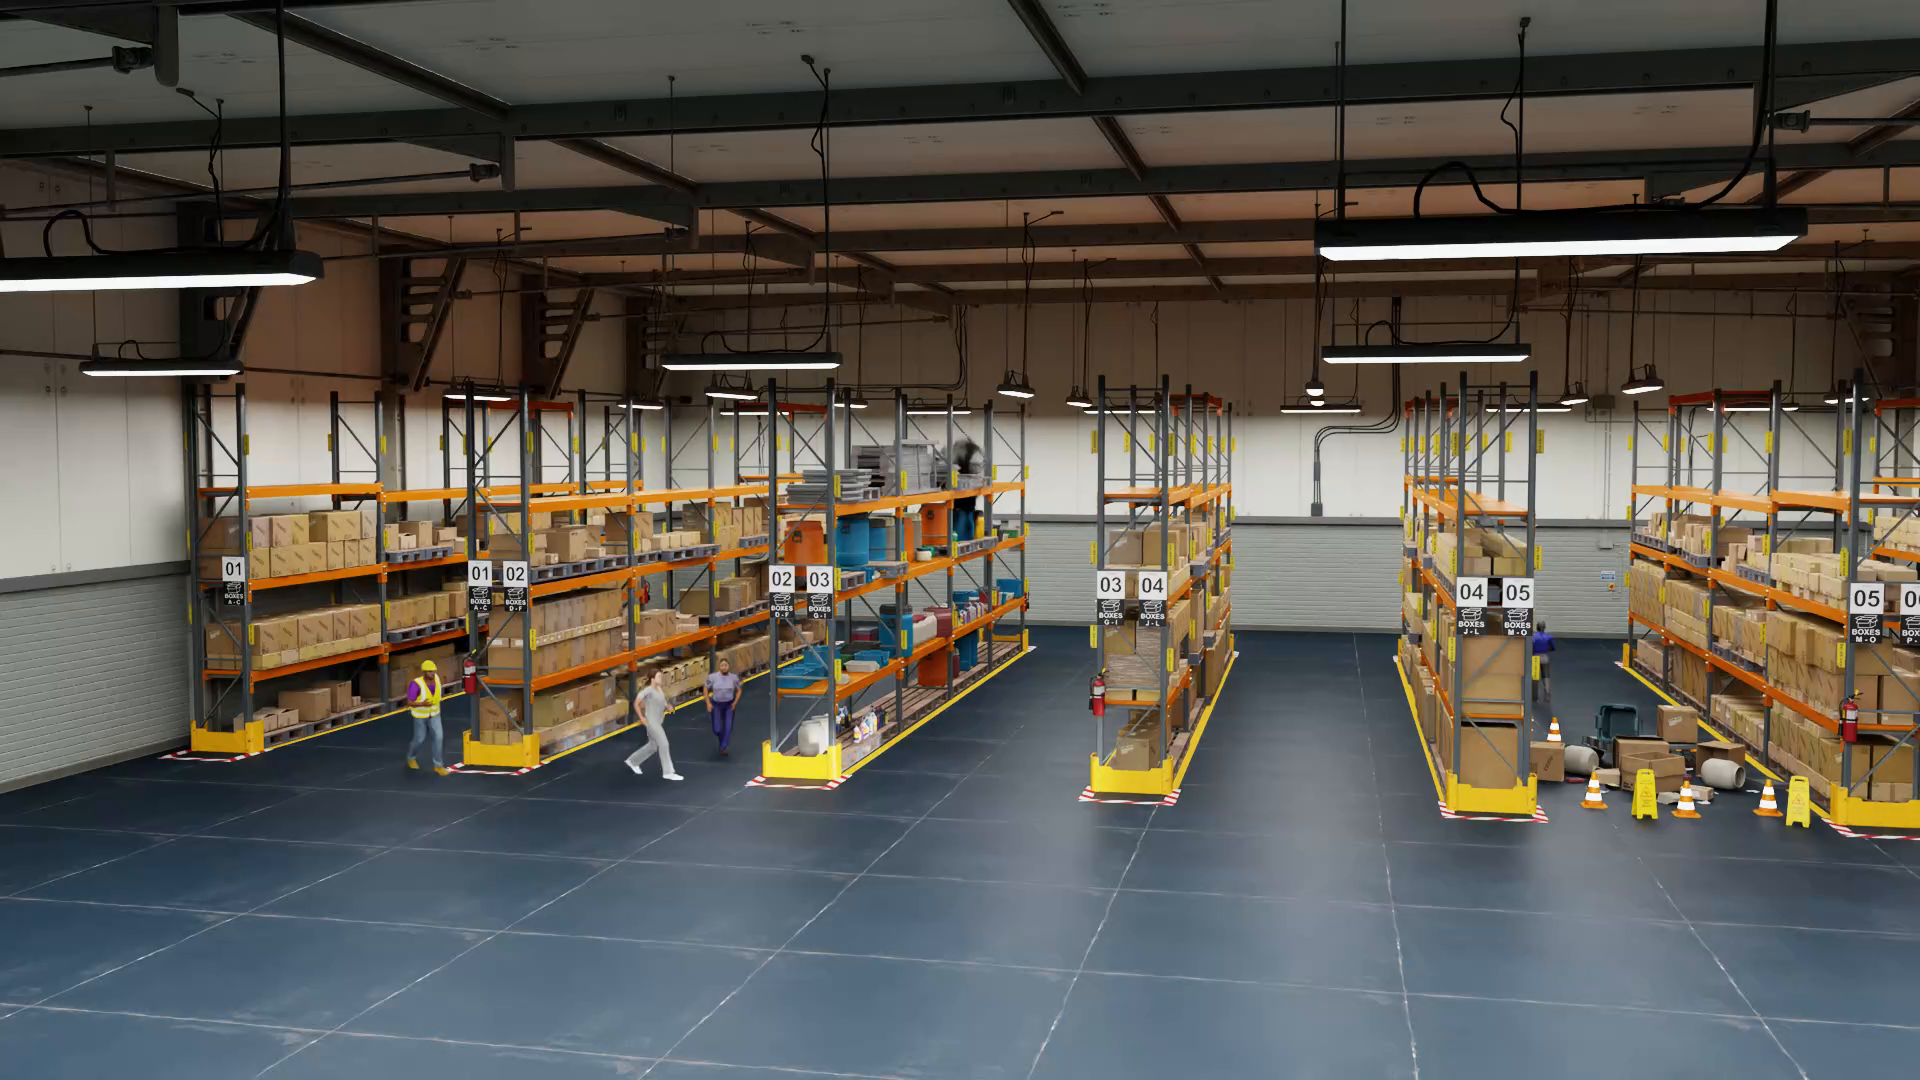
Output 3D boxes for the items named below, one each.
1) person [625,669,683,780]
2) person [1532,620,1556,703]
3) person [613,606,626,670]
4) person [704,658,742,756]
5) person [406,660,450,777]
[{"bbox_3d":[-4.576,2.738,24.790,0.945,1.652,0.622,1,3,14],"label":"person"},{"bbox_3d":[11.155,2.351,31.961,0.574,1.622,0.866,1,3,10],"label":"person"},{"bbox_3d":[-7.054,2.175,34.442,0.655,1.739,0.872,0,3,1],"label":"person"},{"bbox_3d":[-3.823,2.685,26.819,0.613,1.582,0.538,-1,3,-9],"label":"person"},{"bbox_3d":[-8.139,2.693,25.255,0.628,1.768,0.988,-3,4,-43],"label":"person"}]
